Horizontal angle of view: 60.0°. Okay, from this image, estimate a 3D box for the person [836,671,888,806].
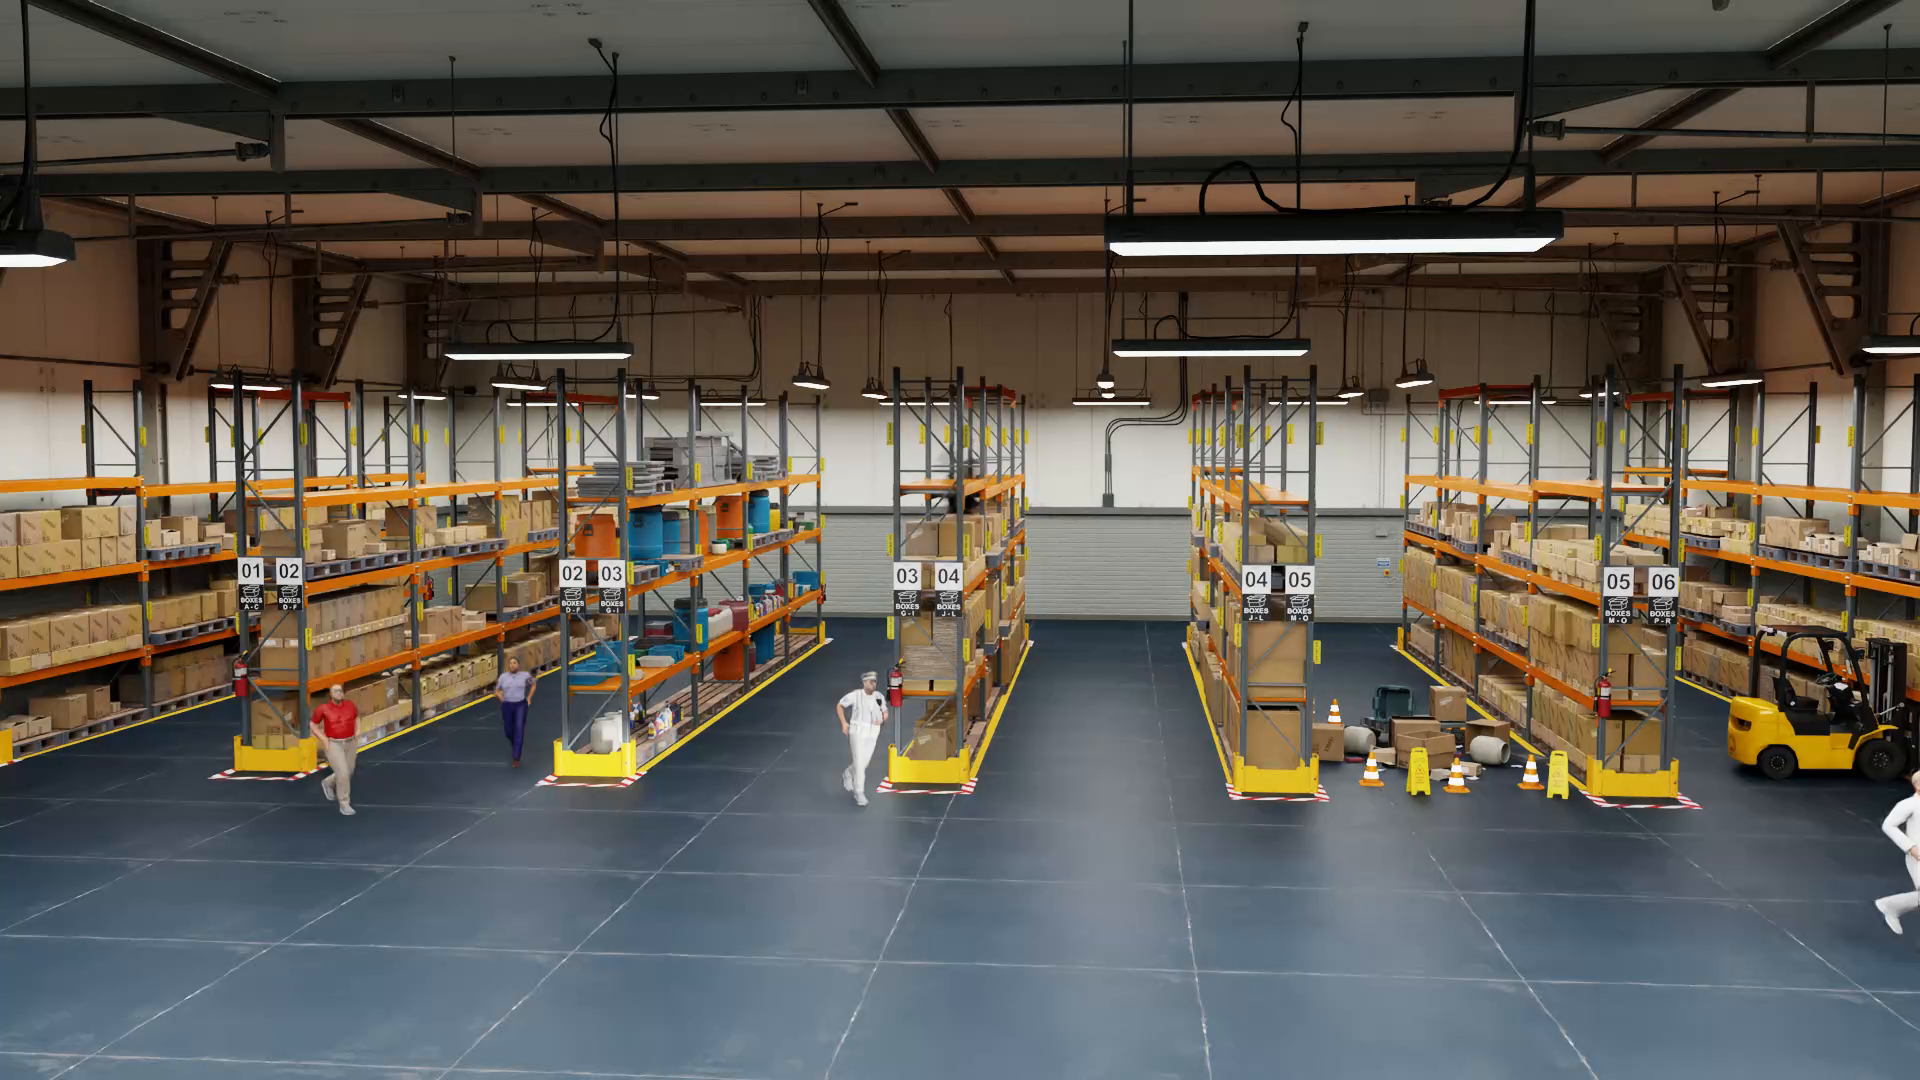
[{"bbox_3d":[-1.319,2.698,23.056,0.702,1.769,0.954,-2,4,-31],"label":"person"}]

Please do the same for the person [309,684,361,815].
[{"bbox_3d":[-8.331,2.779,22.276,0.813,1.721,0.654,3,5,40],"label":"person"}]

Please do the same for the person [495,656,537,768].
[{"bbox_3d":[-6.822,2.602,25.496,0.609,1.645,0.870,0,4,-6],"label":"person"}]

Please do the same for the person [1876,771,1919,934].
[{"bbox_3d":[9.347,3.117,16.156,0.720,1.751,0.963,-2,4,-31],"label":"person"}]
